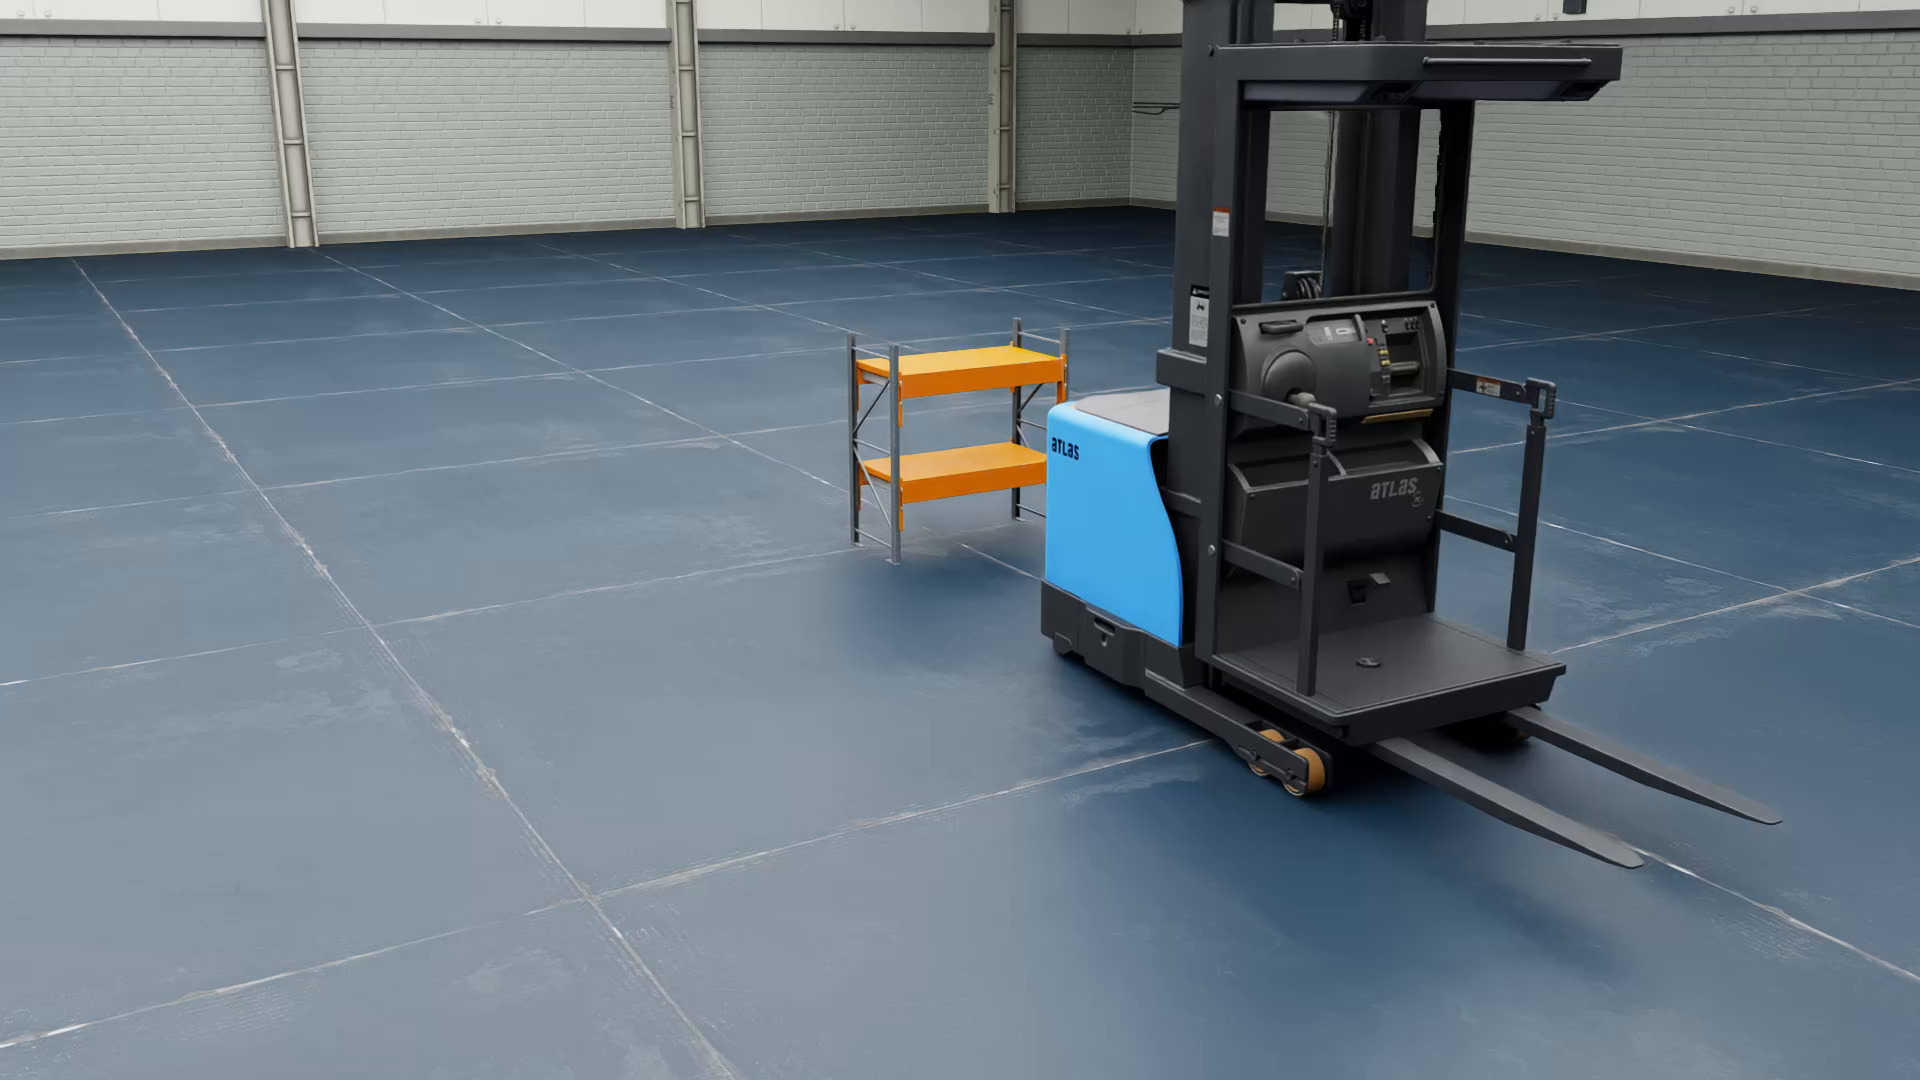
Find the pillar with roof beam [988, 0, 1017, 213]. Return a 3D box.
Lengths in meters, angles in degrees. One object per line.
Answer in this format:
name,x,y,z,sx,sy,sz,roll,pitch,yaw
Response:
pillar with roof beam,2.970,-9.269,25.305,0.400,9.000,9.100,-9,18,-30

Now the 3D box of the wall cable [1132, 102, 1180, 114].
wall cable,3.959,-8.874,29.647,0.112,2.526,3.097,-9,18,-30

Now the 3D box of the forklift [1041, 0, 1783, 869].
forklift,1.492,-0.663,5.846,1.130,2.935,3.031,-8,18,-27

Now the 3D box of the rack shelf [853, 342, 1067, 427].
rack shelf,-0.006,-0.823,8.676,1.000,0.278,0.538,-9,18,-30

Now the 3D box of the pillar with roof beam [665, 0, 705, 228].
pillar with roof beam,-2.173,-8.435,22.330,0.400,9.000,9.100,-9,18,-30

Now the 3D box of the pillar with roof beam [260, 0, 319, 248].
pillar with roof beam,-7.316,-7.601,19.355,0.400,9.000,9.100,-9,18,-30

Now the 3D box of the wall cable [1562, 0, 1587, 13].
wall cable,8.835,-9.808,20.926,0.169,6.003,2.305,-9,18,-30

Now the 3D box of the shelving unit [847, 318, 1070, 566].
shelving unit,-0.006,-0.541,8.755,1.048,1.125,0.538,-9,18,-30

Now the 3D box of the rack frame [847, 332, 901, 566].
rack frame,-0.442,-0.470,8.503,0.032,1.125,0.500,-9,18,-30

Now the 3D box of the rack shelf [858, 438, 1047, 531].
rack shelf,-0.006,-0.305,8.821,1.000,0.278,0.538,-9,18,-30

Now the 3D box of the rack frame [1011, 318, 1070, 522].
rack frame,0.430,-0.611,9.007,0.032,1.125,0.500,-9,18,-30
